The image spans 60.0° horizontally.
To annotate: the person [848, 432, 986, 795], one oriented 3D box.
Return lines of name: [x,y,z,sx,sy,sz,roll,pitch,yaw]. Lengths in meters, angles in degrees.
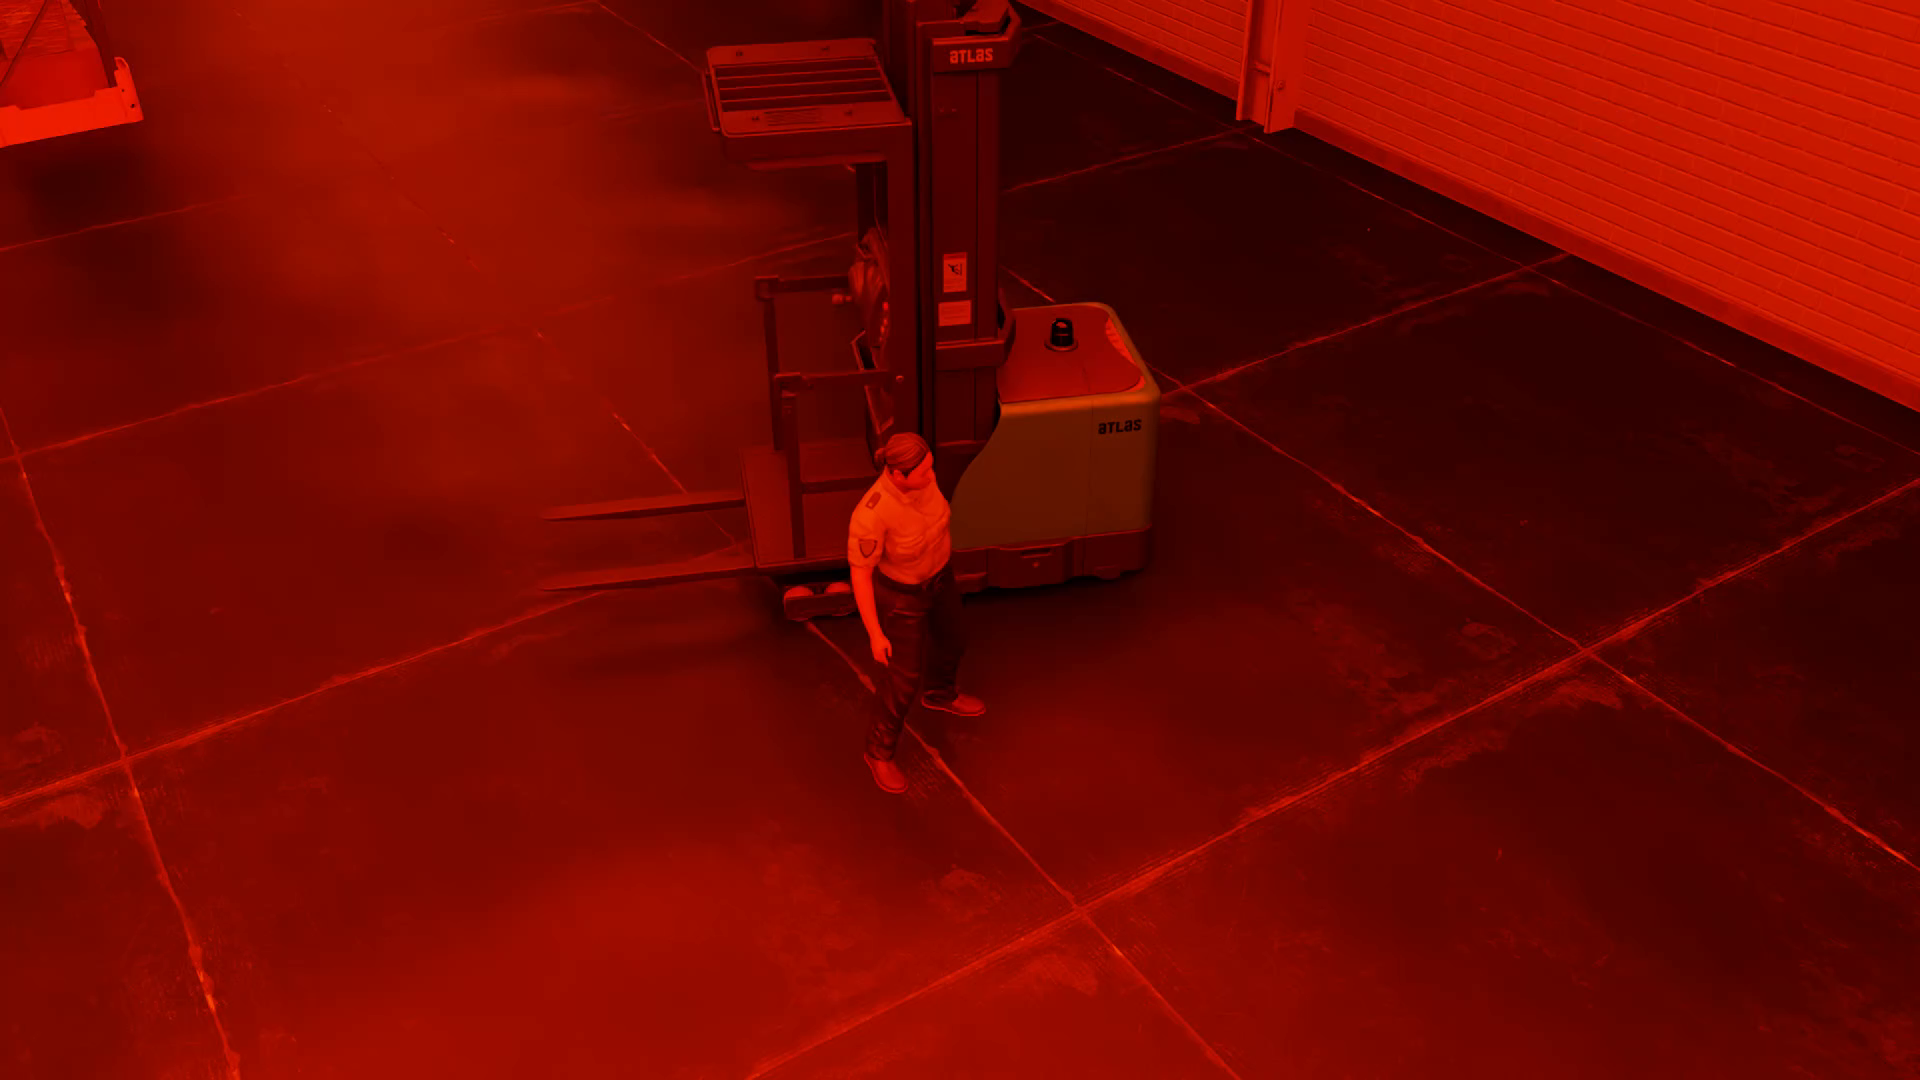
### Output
person: [-0.205,0.229,6.962,0.344,1.640,0.748,22,41,28]

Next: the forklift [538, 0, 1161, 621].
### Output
forklift: [-0.599,-1.134,7.761,3.031,2.935,1.130,-6,36,-9]
